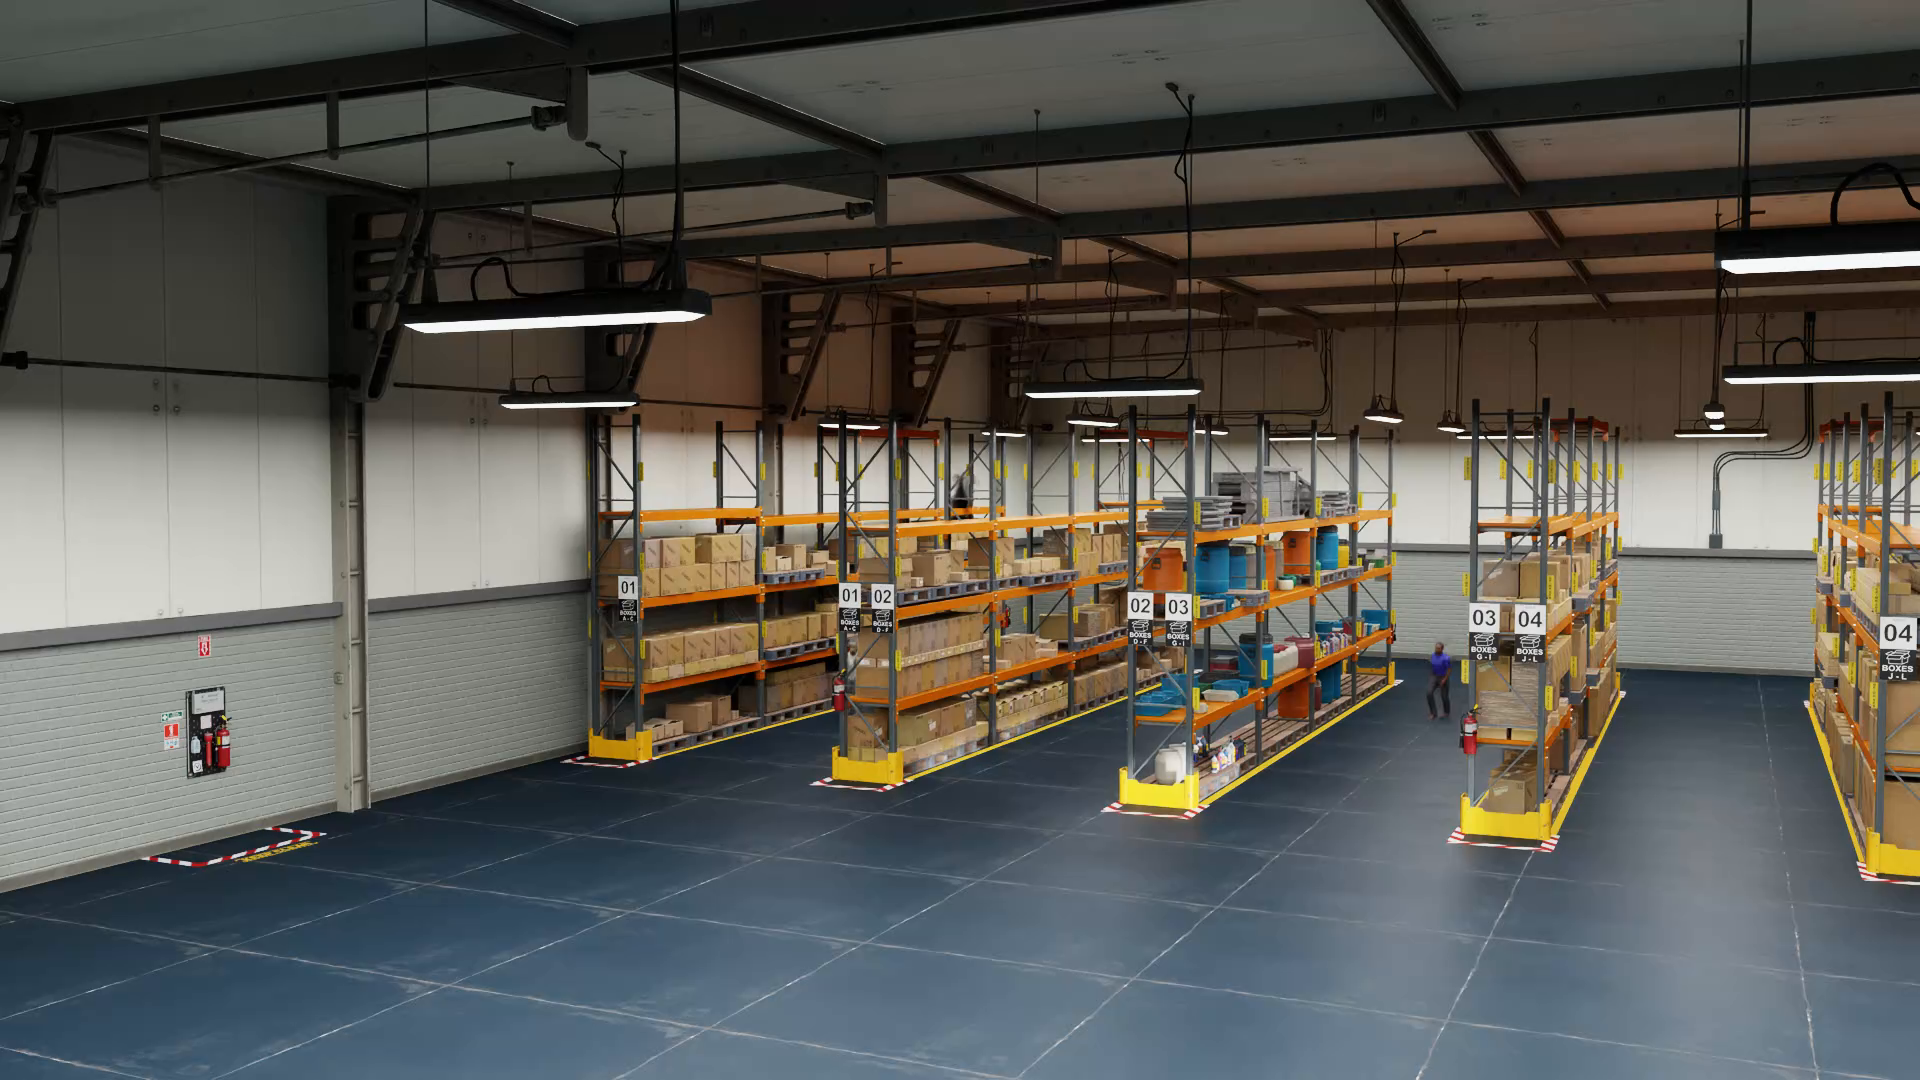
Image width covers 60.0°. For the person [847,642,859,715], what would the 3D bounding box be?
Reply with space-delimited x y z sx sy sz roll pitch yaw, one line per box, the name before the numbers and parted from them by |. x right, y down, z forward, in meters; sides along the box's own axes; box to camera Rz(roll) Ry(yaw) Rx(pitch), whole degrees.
person | -2.133 2.826 33.492 0.712 1.578 0.630 1 3 31

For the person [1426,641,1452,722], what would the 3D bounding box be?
person | 9.701 2.829 33.515 0.547 1.613 0.784 2 3 38

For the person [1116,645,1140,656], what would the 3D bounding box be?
person | 4.504 2.440 43.603 0.658 1.587 1.069 -2 3 -40
